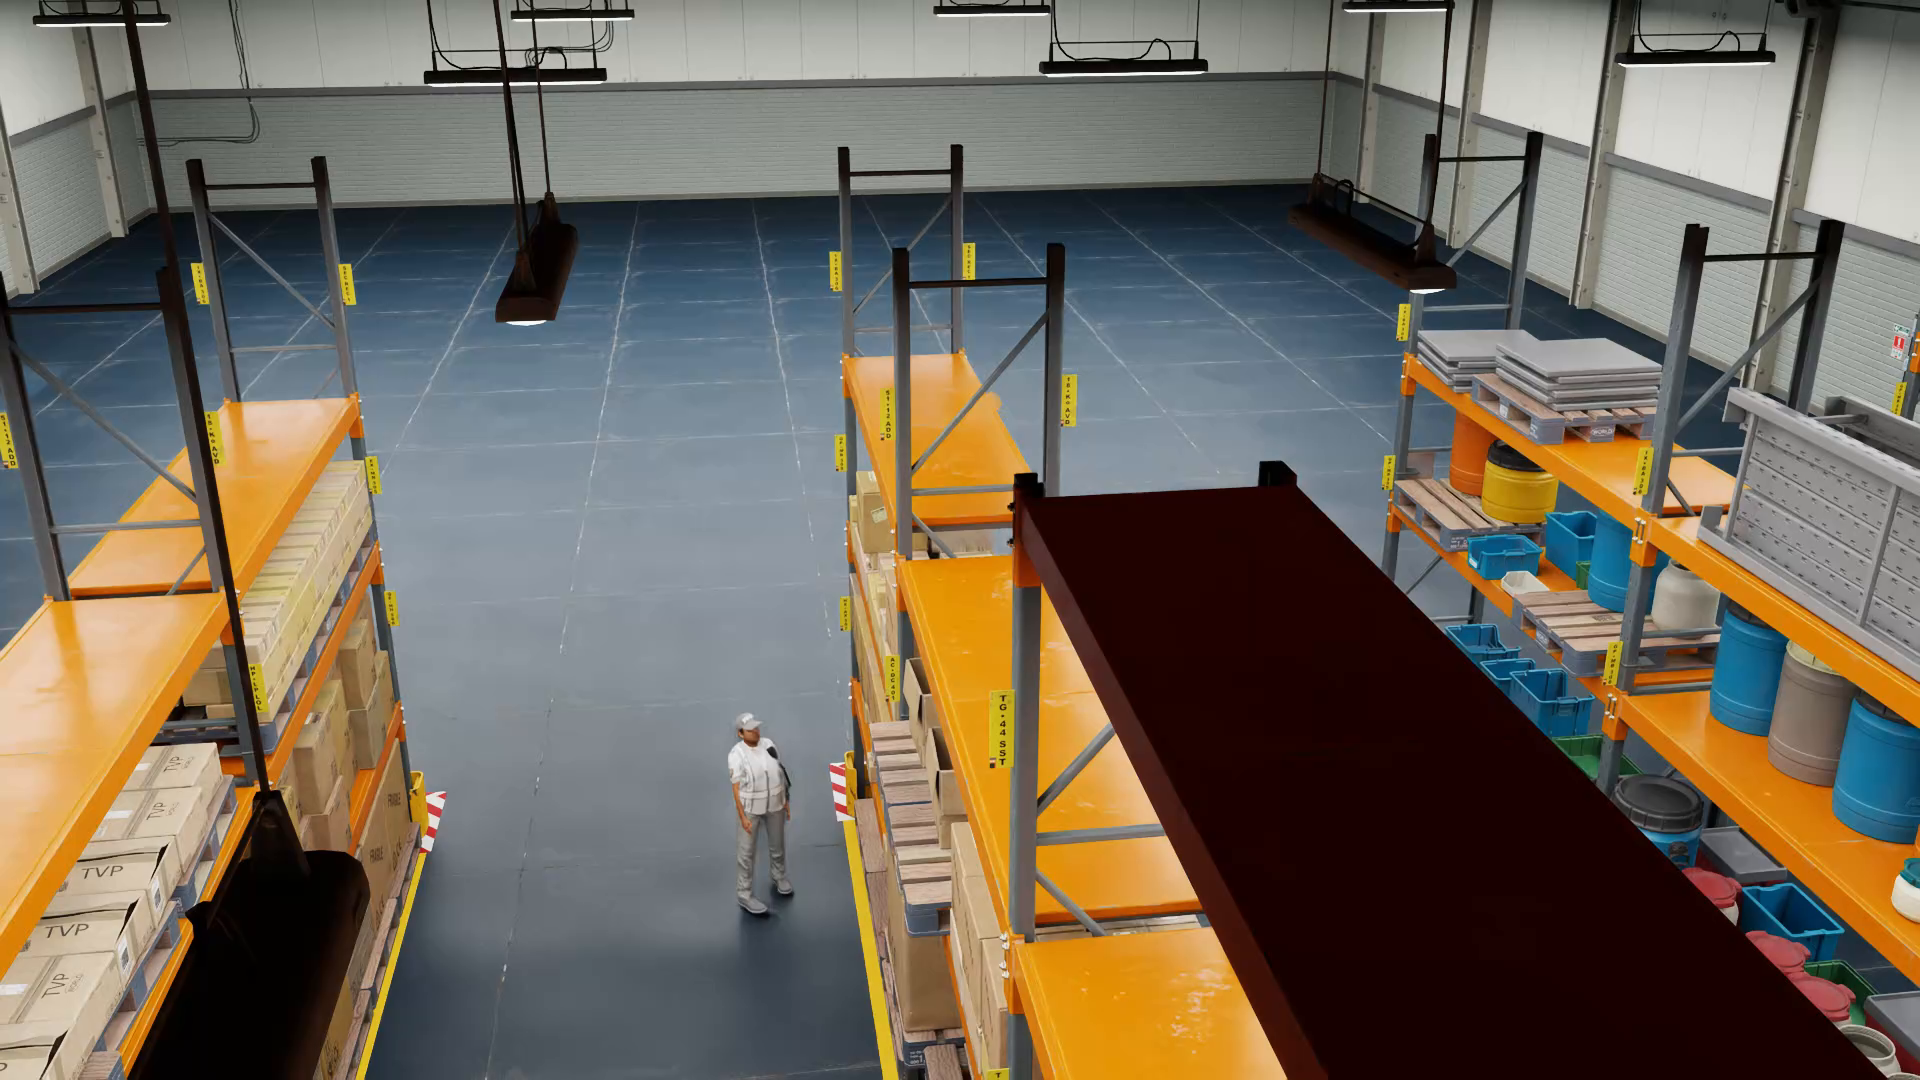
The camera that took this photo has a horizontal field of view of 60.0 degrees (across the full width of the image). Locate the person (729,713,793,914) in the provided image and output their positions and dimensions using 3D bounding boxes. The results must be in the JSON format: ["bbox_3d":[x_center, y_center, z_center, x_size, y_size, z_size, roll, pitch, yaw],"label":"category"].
[{"bbox_3d":[-1.641,2.246,13.769,0.511,1.631,0.608,-8,23,-20],"label":"person"}]
